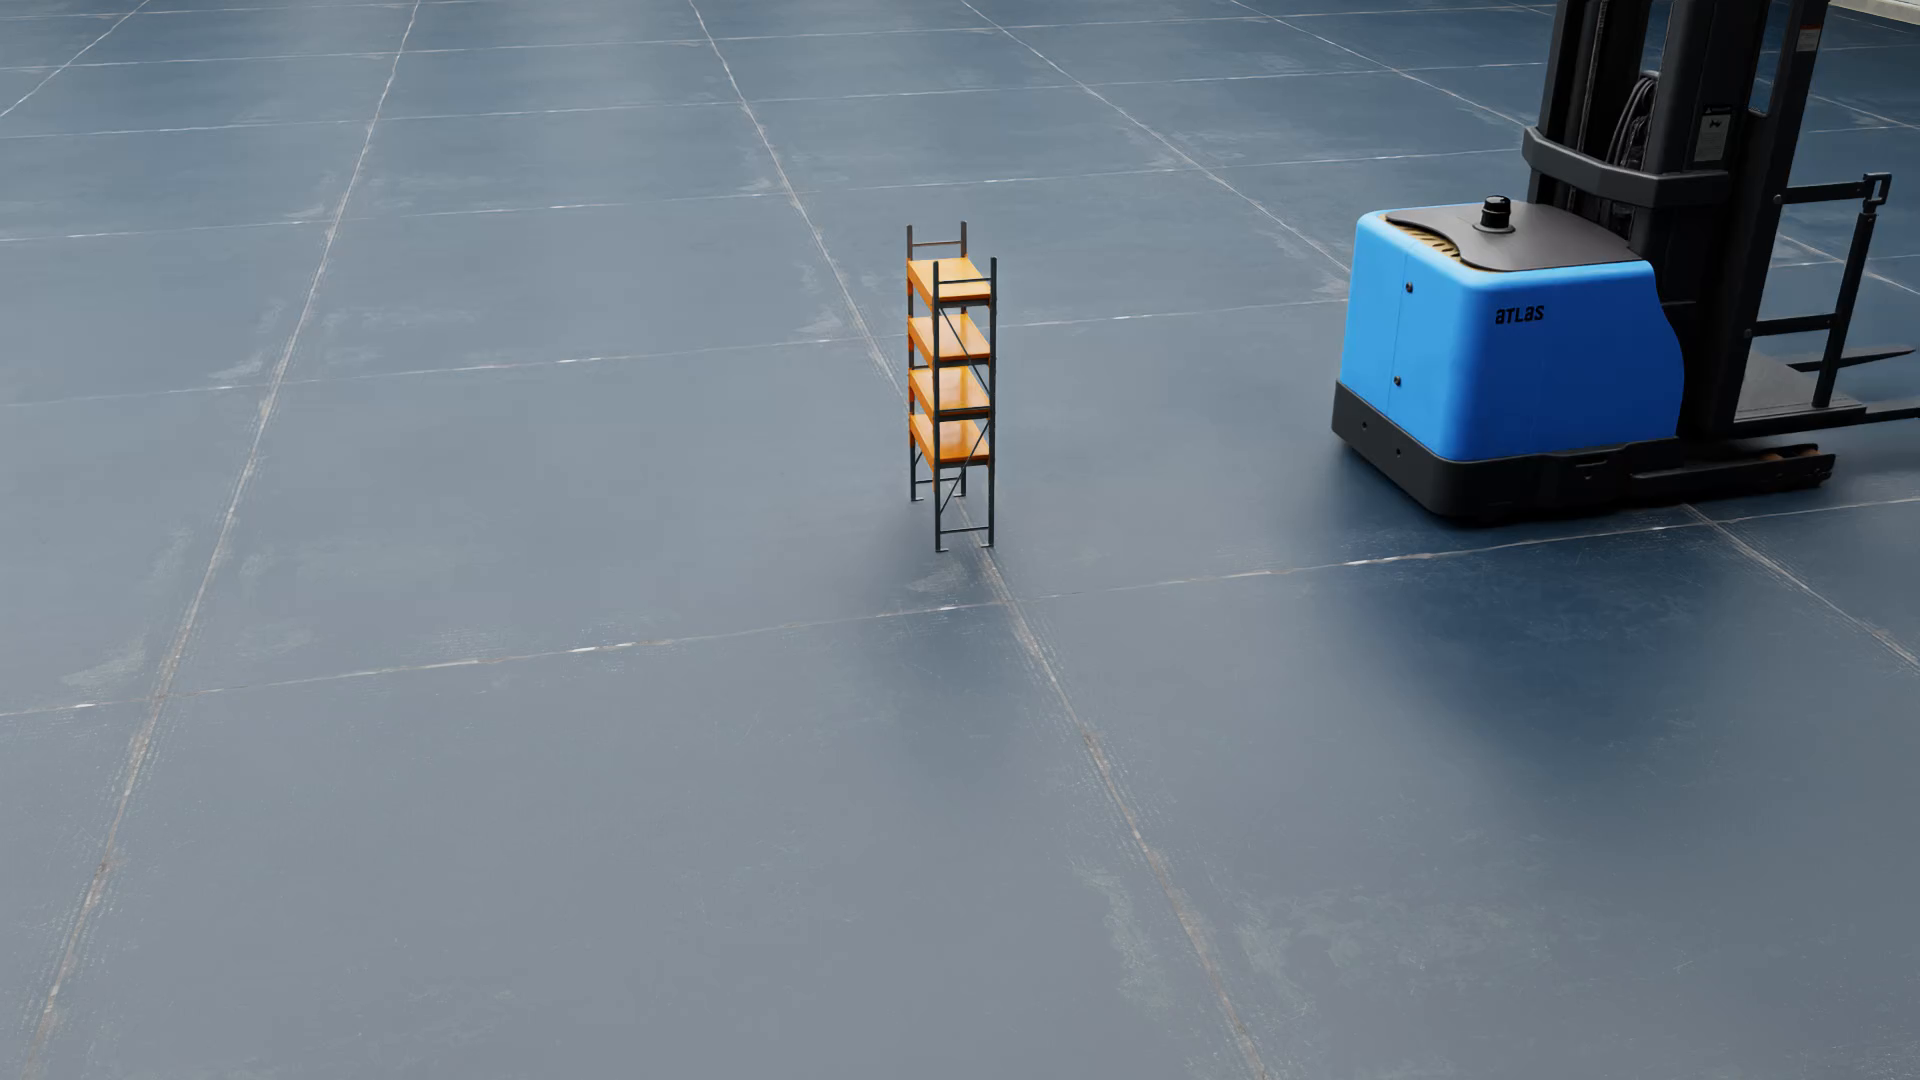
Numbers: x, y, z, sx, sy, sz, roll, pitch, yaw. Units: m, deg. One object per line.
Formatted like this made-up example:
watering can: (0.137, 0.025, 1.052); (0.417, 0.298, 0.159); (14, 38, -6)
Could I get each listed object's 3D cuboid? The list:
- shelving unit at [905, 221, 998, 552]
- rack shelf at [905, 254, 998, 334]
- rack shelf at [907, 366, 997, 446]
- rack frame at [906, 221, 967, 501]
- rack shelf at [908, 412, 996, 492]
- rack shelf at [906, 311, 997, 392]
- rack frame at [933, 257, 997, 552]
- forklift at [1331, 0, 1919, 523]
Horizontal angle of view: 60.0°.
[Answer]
shelving unit: (-0.037, -0.608, 6.624); (0.258, 1.200, 0.503); (-6, 27, -12)
rack shelf: (-0.037, -0.959, 6.447); (0.258, 0.148, 0.480); (-6, 27, -12)
rack shelf: (-0.037, -0.548, 6.654); (0.258, 0.148, 0.480); (-6, 27, -12)
rack frame: (-0.092, -0.715, 6.836); (0.240, 1.200, 0.015); (-6, 27, -12)
rack shelf: (-0.037, -0.371, 6.743); (0.258, 0.148, 0.480); (-6, 27, -12)
rack shelf: (-0.037, -0.748, 6.553); (0.258, 0.148, 0.480); (-6, 27, -12)
rack frame: (0.018, -0.501, 6.411); (0.240, 1.200, 0.015); (-6, 27, -12)
forklift: (3.271, -1.736, 6.936); (3.031, 2.935, 1.130); (-7, 28, -14)
